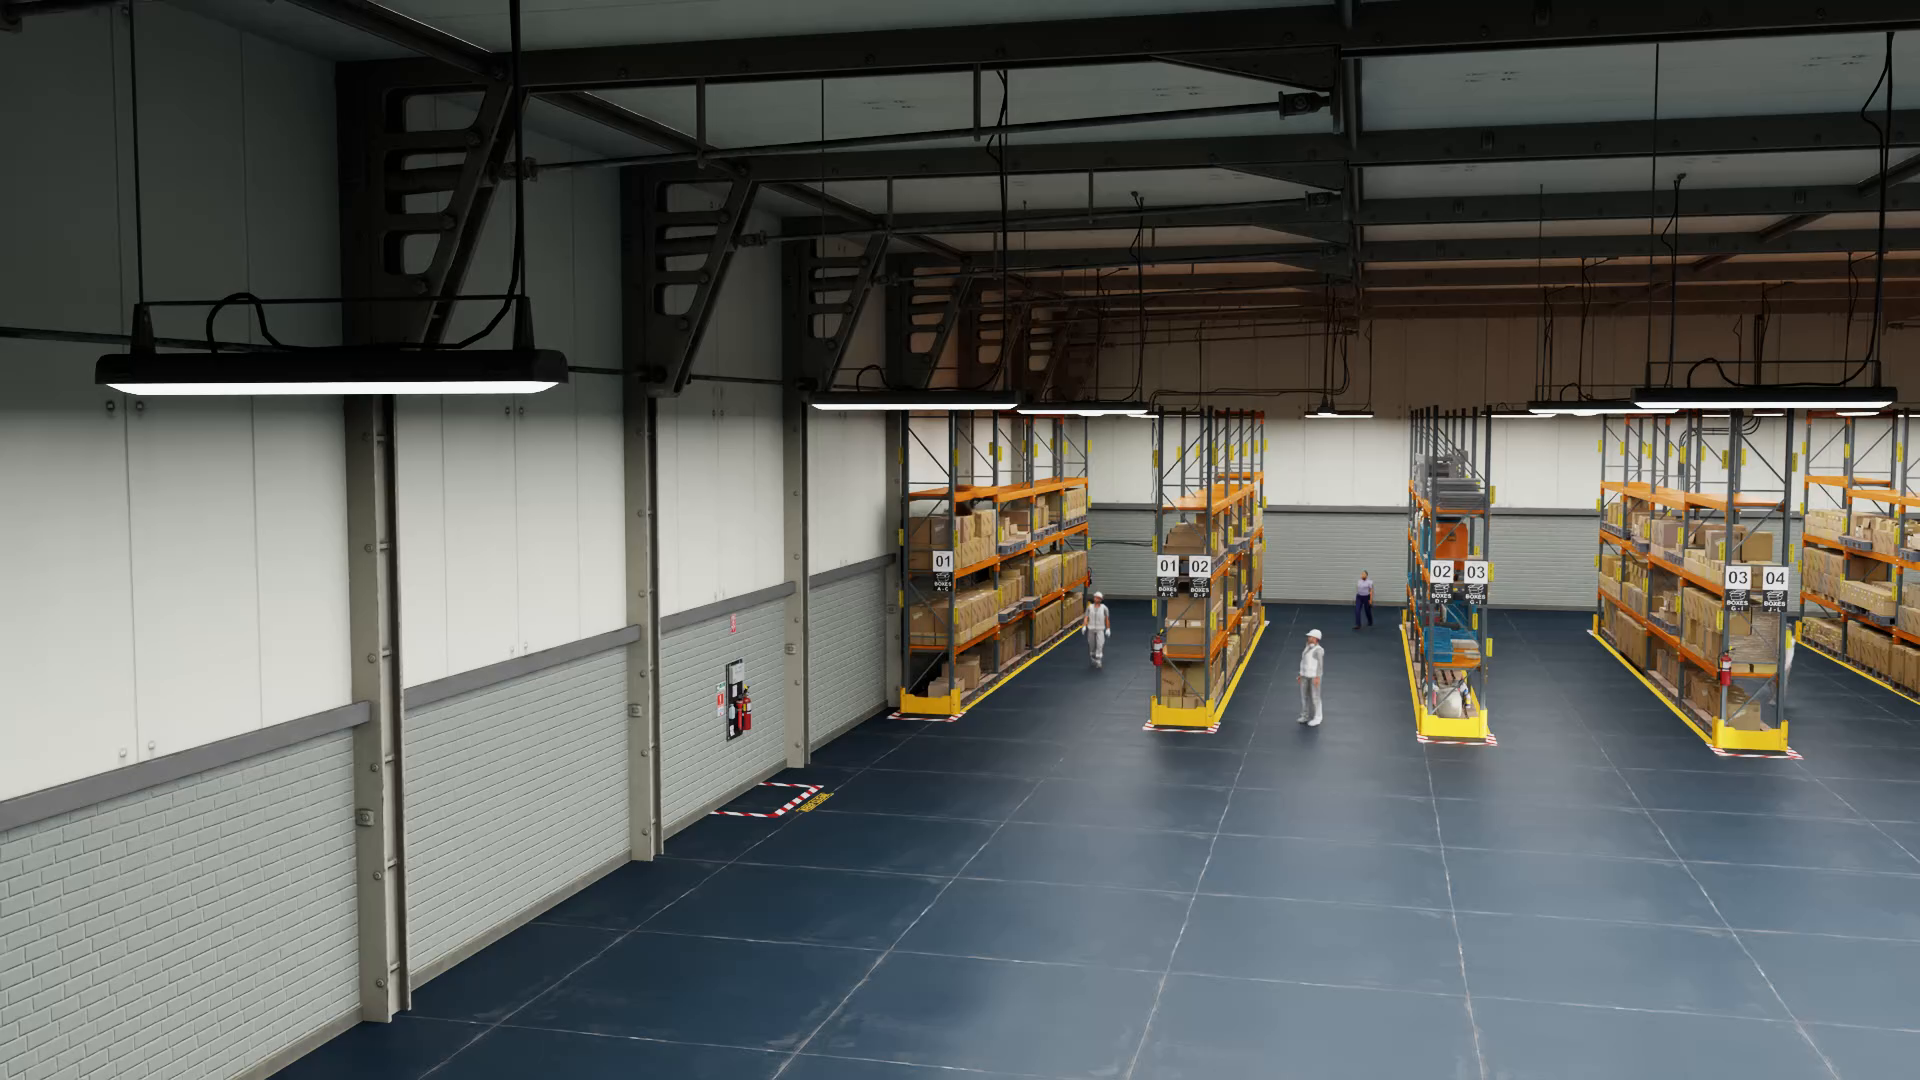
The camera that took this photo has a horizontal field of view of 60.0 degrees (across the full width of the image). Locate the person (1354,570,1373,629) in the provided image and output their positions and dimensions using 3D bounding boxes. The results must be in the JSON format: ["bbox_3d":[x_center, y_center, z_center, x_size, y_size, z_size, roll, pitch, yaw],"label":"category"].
[{"bbox_3d":[11.086,1.635,45.663,0.528,1.612,0.793,2,5,26],"label":"person"}]

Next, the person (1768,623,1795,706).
[{"bbox_3d":[16.547,2.503,33.460,0.430,1.716,0.487,-3,5,-33],"label":"person"}]

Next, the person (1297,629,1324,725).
[{"bbox_3d":[6.631,2.574,31.431,0.418,1.776,0.581,-3,5,-37],"label":"person"}]

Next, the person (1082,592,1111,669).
[{"bbox_3d":[3.150,2.082,38.453,0.652,1.733,1.019,1,4,8],"label":"person"}]
